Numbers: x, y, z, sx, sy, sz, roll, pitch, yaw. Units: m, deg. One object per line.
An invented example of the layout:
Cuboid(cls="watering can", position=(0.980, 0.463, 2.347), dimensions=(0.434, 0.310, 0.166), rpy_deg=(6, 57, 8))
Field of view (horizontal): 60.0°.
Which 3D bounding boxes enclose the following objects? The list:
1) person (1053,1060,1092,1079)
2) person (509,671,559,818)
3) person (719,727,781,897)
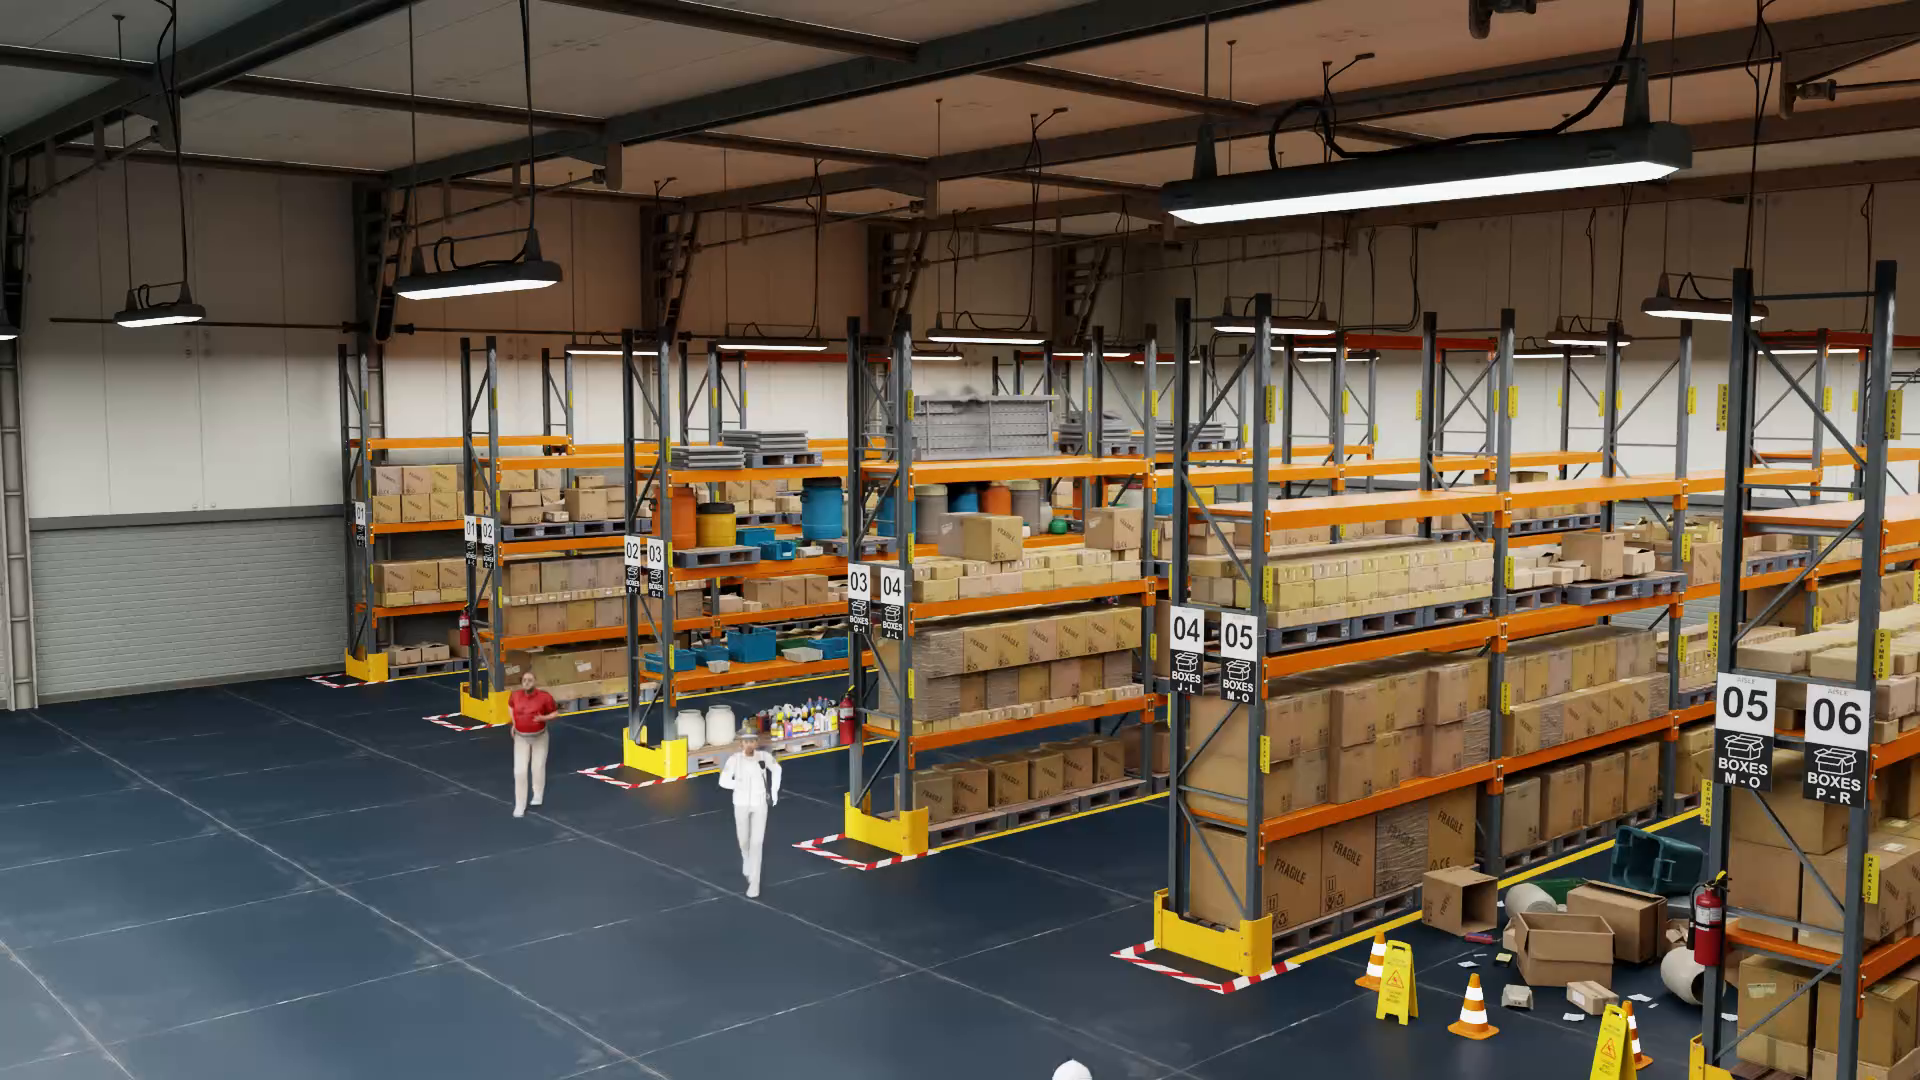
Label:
Cuboid(cls="person", position=(0.592, 3.538, 8.563), dimensions=(0.666, 1.731, 0.748), rpy_deg=(0, 5, 2))
Cuboid(cls="person", position=(-5.242, 2.503, 20.424), dimensions=(0.640, 1.810, 0.791), rpy_deg=(-1, 5, -6))
Cuboid(cls="person", position=(-2.170, 2.742, 17.199), dimensions=(0.618, 1.678, 0.938), rpy_deg=(0, 5, -2))
